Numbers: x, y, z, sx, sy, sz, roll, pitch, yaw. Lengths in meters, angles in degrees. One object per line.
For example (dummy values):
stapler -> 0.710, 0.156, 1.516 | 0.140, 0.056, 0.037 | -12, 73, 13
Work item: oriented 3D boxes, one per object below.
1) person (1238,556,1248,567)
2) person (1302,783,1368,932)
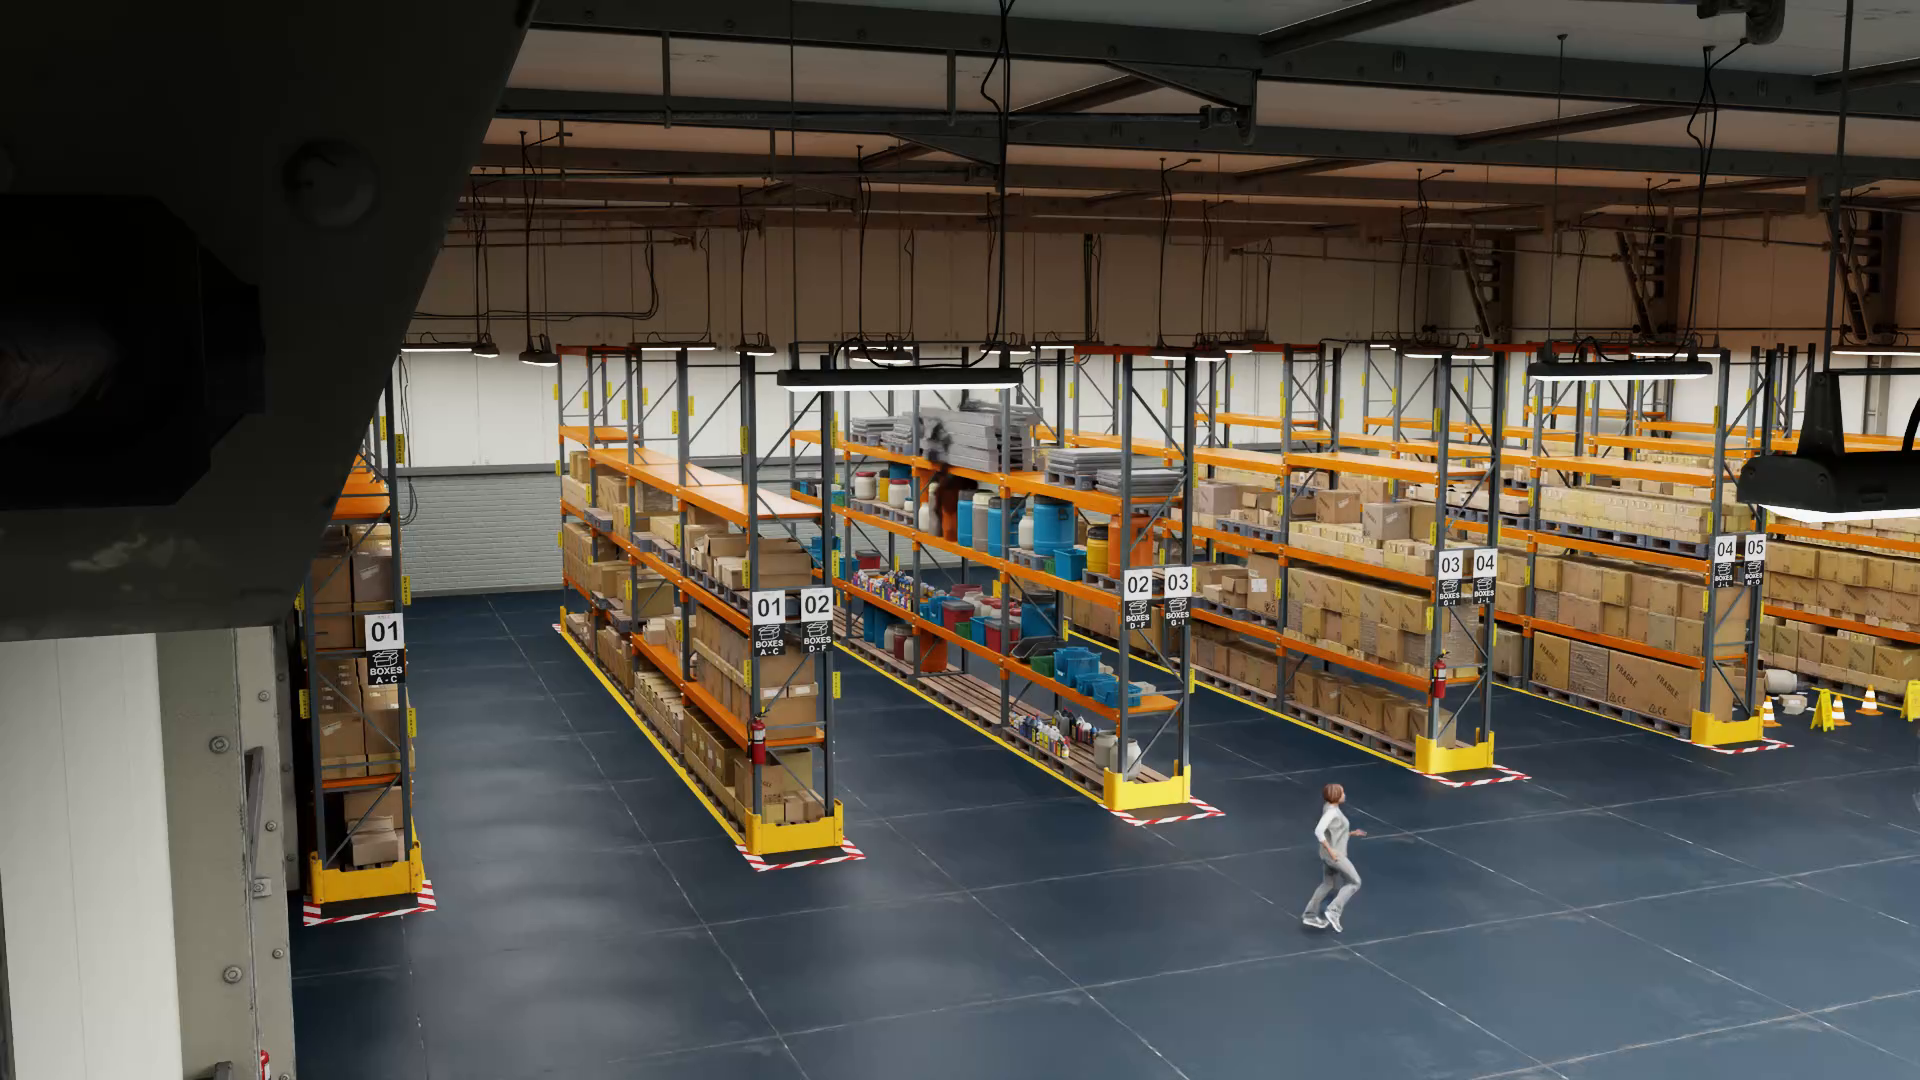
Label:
person -> 7.060, 0.287, 41.248 | 0.803, 1.681, 0.607 | 6, 9, 37
person -> 3.942, 3.329, 17.446 | 0.655, 1.583, 0.493 | 0, 7, 0
